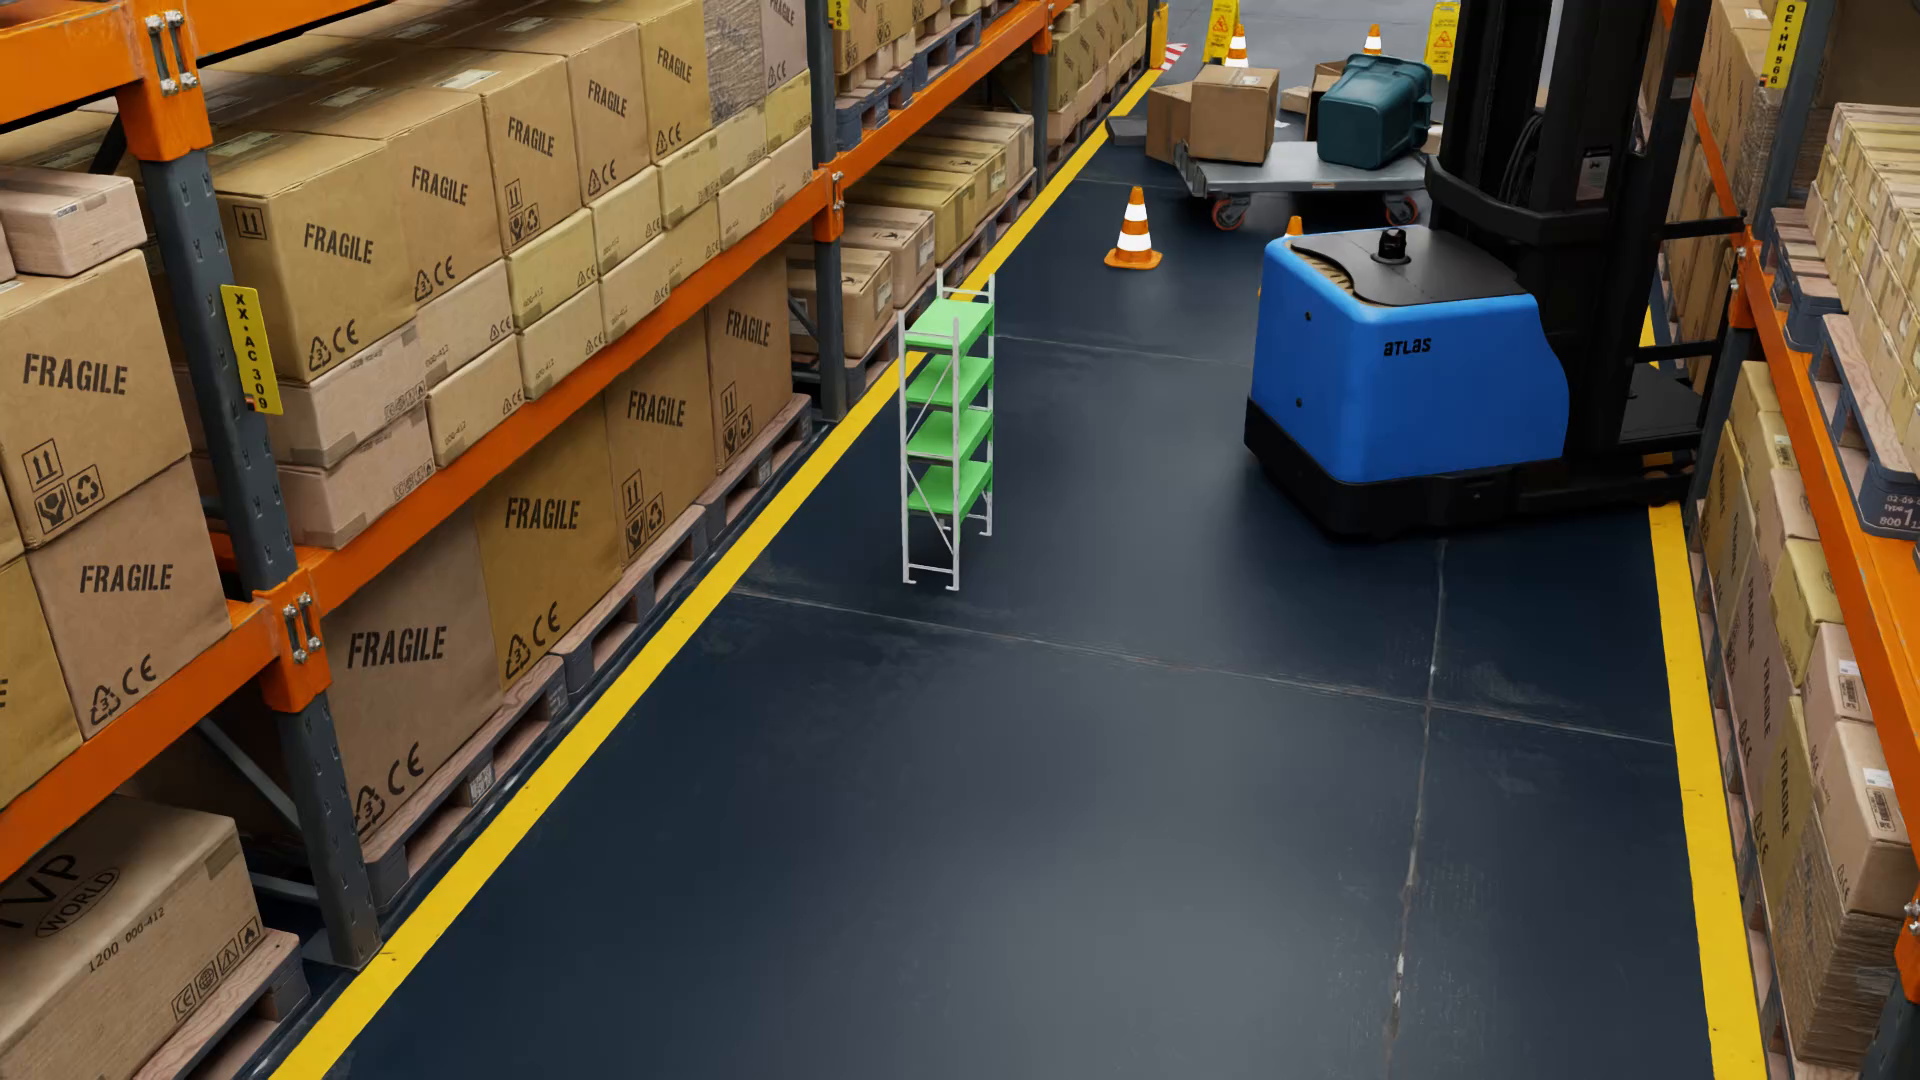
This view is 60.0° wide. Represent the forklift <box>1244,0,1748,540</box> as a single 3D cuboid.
[{"bbox_3d":[2.930,-1.667,7.232,3.031,2.935,1.130,-8,30,-13],"label":"forklift"}]

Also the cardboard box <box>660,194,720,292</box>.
[{"bbox_3d":[-1.264,-1.172,6.426,0.500,0.250,0.500,8,30,14],"label":"cardboard box"}]

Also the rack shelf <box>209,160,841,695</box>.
[{"bbox_3d":[-1.653,-0.737,6.230,1.077,0.370,4.000,8,30,15],"label":"rack shelf"}]

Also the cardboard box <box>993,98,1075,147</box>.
[{"bbox_3d":[0.540,-3.058,12.057,0.500,0.250,0.500,7,30,13],"label":"cardboard box"}]

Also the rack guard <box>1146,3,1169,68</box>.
[{"bbox_3d":[1.260,-4.571,14.953,1.175,0.500,0.348,8,30,15],"label":"rack guard"}]

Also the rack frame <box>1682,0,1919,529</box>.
[{"bbox_3d":[3.696,-1.322,6.540,1.000,3.000,0.127,8,30,15],"label":"rack frame"}]

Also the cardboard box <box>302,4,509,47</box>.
[{"bbox_3d":[-1.898,-1.563,5.843,0.500,0.500,0.500,9,30,16],"label":"cardboard box"}]

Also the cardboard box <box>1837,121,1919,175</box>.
[{"bbox_3d":[3.299,-1.343,5.793,0.380,0.149,0.250,8,30,14],"label":"cardboard box"}]

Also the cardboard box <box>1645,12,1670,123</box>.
[{"bbox_3d":[5.652,-3.561,12.319,0.875,0.875,0.875,8,30,14],"label":"cardboard box"}]

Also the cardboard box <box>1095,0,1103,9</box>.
[{"bbox_3d":[0.859,-4.083,12.462,0.380,0.149,0.250,10,31,18],"label":"cardboard box"}]

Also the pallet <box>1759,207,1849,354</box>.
[{"bbox_3d":[3.589,-0.891,5.964,1.213,0.211,1.003,8,30,15],"label":"pallet"}]

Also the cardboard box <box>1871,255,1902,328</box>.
[{"bbox_3d":[2.986,-0.731,4.998,0.380,0.149,0.250,8,30,14],"label":"cardboard box"}]

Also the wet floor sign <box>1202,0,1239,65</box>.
[{"bbox_3d":[2.361,-4.606,14.865,0.267,0.644,0.232,20,35,32],"label":"wet floor sign"}]

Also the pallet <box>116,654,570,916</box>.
[{"bbox_3d":[-2.085,0.727,5.726,1.003,0.211,1.213,8,30,15],"label":"pallet"}]

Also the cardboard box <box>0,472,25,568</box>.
[{"bbox_3d":[-2.271,-0.109,3.230,0.500,0.500,0.500,8,30,14],"label":"cardboard box"}]

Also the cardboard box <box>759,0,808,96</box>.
[{"bbox_3d":[-0.967,-2.184,6.959,0.500,0.500,0.500,8,30,14],"label":"cardboard box"}]

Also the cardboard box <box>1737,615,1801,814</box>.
[{"bbox_3d":[2.804,0.590,5.243,0.500,0.500,0.500,8,30,14],"label":"cardboard box"}]

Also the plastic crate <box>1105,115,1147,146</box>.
[{"bbox_3d":[1.353,-3.177,12.878,0.402,0.080,0.583,-1,29,-3],"label":"plastic crate"}]

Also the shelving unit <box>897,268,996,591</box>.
[{"bbox_3d":[-0.049,-0.447,6.820,0.258,1.200,0.503,8,30,15],"label":"shelving unit"}]

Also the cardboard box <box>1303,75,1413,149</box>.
[{"bbox_3d":[2.921,-3.054,12.082,0.797,0.637,0.503,8,30,15],"label":"cardboard box"}]

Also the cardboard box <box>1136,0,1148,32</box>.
[{"bbox_3d":[1.297,-4.599,14.057,0.500,0.500,0.500,9,30,15],"label":"cardboard box"}]

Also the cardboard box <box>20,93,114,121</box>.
[{"bbox_3d":[-5.431,-2.426,10.536,0.875,0.625,0.625,9,30,17],"label":"cardboard box"}]

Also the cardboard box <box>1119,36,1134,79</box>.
[{"bbox_3d":[1.143,-4.027,13.800,0.500,0.250,0.500,9,30,15],"label":"cardboard box"}]

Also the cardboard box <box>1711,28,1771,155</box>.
[{"bbox_3d":[3.866,-2.077,7.795,0.500,0.500,0.500,8,30,14],"label":"cardboard box"}]

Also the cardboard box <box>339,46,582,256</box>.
[{"bbox_3d":[-1.563,-1.239,5.261,0.500,0.500,0.500,8,30,14],"label":"cardboard box"}]

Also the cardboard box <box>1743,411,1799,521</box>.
[{"bbox_3d":[3.114,-0.219,5.926,0.500,0.250,0.500,8,30,14],"label":"cardboard box"}]

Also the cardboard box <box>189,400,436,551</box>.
[{"bbox_3d":[-1.858,-0.223,4.720,0.500,0.250,0.500,8,30,14],"label":"cardboard box"}]

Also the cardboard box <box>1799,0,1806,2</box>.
[{"bbox_3d":[3.985,-2.245,7.068,0.700,0.500,0.500,8,30,14],"label":"cardboard box"}]

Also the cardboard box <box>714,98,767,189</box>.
[{"bbox_3d":[-1.112,-1.634,6.741,0.500,0.250,0.500,8,30,14],"label":"cardboard box"}]

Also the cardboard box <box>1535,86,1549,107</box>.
[{"bbox_3d":[4.345,-2.957,12.049,0.500,0.500,0.500,14,32,23],"label":"cardboard box"}]

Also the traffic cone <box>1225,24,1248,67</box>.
[{"bbox_3d":[2.390,-4.206,14.335,0.336,0.463,0.334,8,30,15],"label":"traffic cone"}]

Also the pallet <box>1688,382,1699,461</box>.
[{"bbox_3d":[4.000,-0.459,7.857,1.003,0.211,1.213,8,30,15],"label":"pallet"}]

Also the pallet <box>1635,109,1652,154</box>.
[{"bbox_3d":[5.525,-2.873,12.197,1.003,0.211,1.213,8,30,15],"label":"pallet"}]

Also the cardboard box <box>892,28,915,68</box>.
[{"bbox_3d":[-0.452,-2.551,8.577,0.380,0.149,0.250,9,30,15],"label":"cardboard box"}]

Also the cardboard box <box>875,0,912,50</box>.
[{"bbox_3d":[-0.566,-2.758,8.281,0.500,0.500,0.500,10,31,17],"label":"cardboard box"}]

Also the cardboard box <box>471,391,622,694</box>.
[{"bbox_3d":[-1.876,-0.098,6.094,0.875,0.875,0.875,9,30,16],"label":"cardboard box"}]

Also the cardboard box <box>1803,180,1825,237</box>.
[{"bbox_3d":[3.372,-1.216,6.177,0.380,0.149,0.250,8,30,14],"label":"cardboard box"}]

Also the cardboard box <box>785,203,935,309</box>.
[{"bbox_3d":[-0.681,-1.621,9.350,0.950,0.372,0.625,8,30,14],"label":"cardboard box"}]

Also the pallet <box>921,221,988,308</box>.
[{"bbox_3d":[-0.475,-1.691,10.072,1.003,0.211,1.213,8,30,15],"label":"pallet"}]

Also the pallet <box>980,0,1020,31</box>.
[{"bbox_3d":[-0.255,-3.422,10.513,1.003,0.211,1.213,8,30,15],"label":"pallet"}]

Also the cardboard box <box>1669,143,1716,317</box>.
[{"bbox_3d":[4.487,-1.632,8.980,1.050,0.750,0.750,8,30,15],"label":"cardboard box"}]

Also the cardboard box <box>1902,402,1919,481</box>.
[{"bbox_3d":[2.750,-0.232,4.408,0.380,0.149,0.250,7,30,13],"label":"cardboard box"}]

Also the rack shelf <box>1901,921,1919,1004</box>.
[{"bbox_3d":[1.935,1.781,1.703,1.077,0.370,4.000,8,30,15],"label":"rack shelf"}]

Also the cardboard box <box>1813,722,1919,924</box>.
[{"bbox_3d":[2.499,0.736,4.209,0.500,0.250,0.500,8,30,14],"label":"cardboard box"}]

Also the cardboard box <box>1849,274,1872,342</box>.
[{"bbox_3d":[3.061,-0.716,5.279,0.380,0.149,0.250,9,30,17],"label":"cardboard box"}]

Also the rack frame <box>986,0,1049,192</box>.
[{"bbox_3d":[0.109,-3.840,11.067,1.000,3.000,0.127,8,30,15],"label":"rack frame"}]

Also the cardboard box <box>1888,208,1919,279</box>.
[{"bbox_3d":[2.991,-0.857,4.920,0.380,0.149,0.250,9,30,16],"label":"cardboard box"}]

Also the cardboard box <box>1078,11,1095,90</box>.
[{"bbox_3d":[0.686,-3.636,12.325,0.500,0.500,0.500,10,31,17],"label":"cardboard box"}]

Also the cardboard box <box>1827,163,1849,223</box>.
[{"bbox_3d":[3.285,-1.203,5.848,0.380,0.149,0.250,10,31,17],"label":"cardboard box"}]

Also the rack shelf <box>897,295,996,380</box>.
[{"bbox_3d":[-0.049,-0.811,6.618,0.258,0.148,0.480,8,30,15],"label":"rack shelf"}]

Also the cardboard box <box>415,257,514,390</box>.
[{"bbox_3d":[-1.715,-0.686,5.037,0.500,0.250,0.500,9,30,16],"label":"cardboard box"}]

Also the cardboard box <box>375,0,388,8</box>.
[{"bbox_3d":[-4.196,-4.145,12.984,0.500,0.250,0.500,8,30,14],"label":"cardboard box"}]
